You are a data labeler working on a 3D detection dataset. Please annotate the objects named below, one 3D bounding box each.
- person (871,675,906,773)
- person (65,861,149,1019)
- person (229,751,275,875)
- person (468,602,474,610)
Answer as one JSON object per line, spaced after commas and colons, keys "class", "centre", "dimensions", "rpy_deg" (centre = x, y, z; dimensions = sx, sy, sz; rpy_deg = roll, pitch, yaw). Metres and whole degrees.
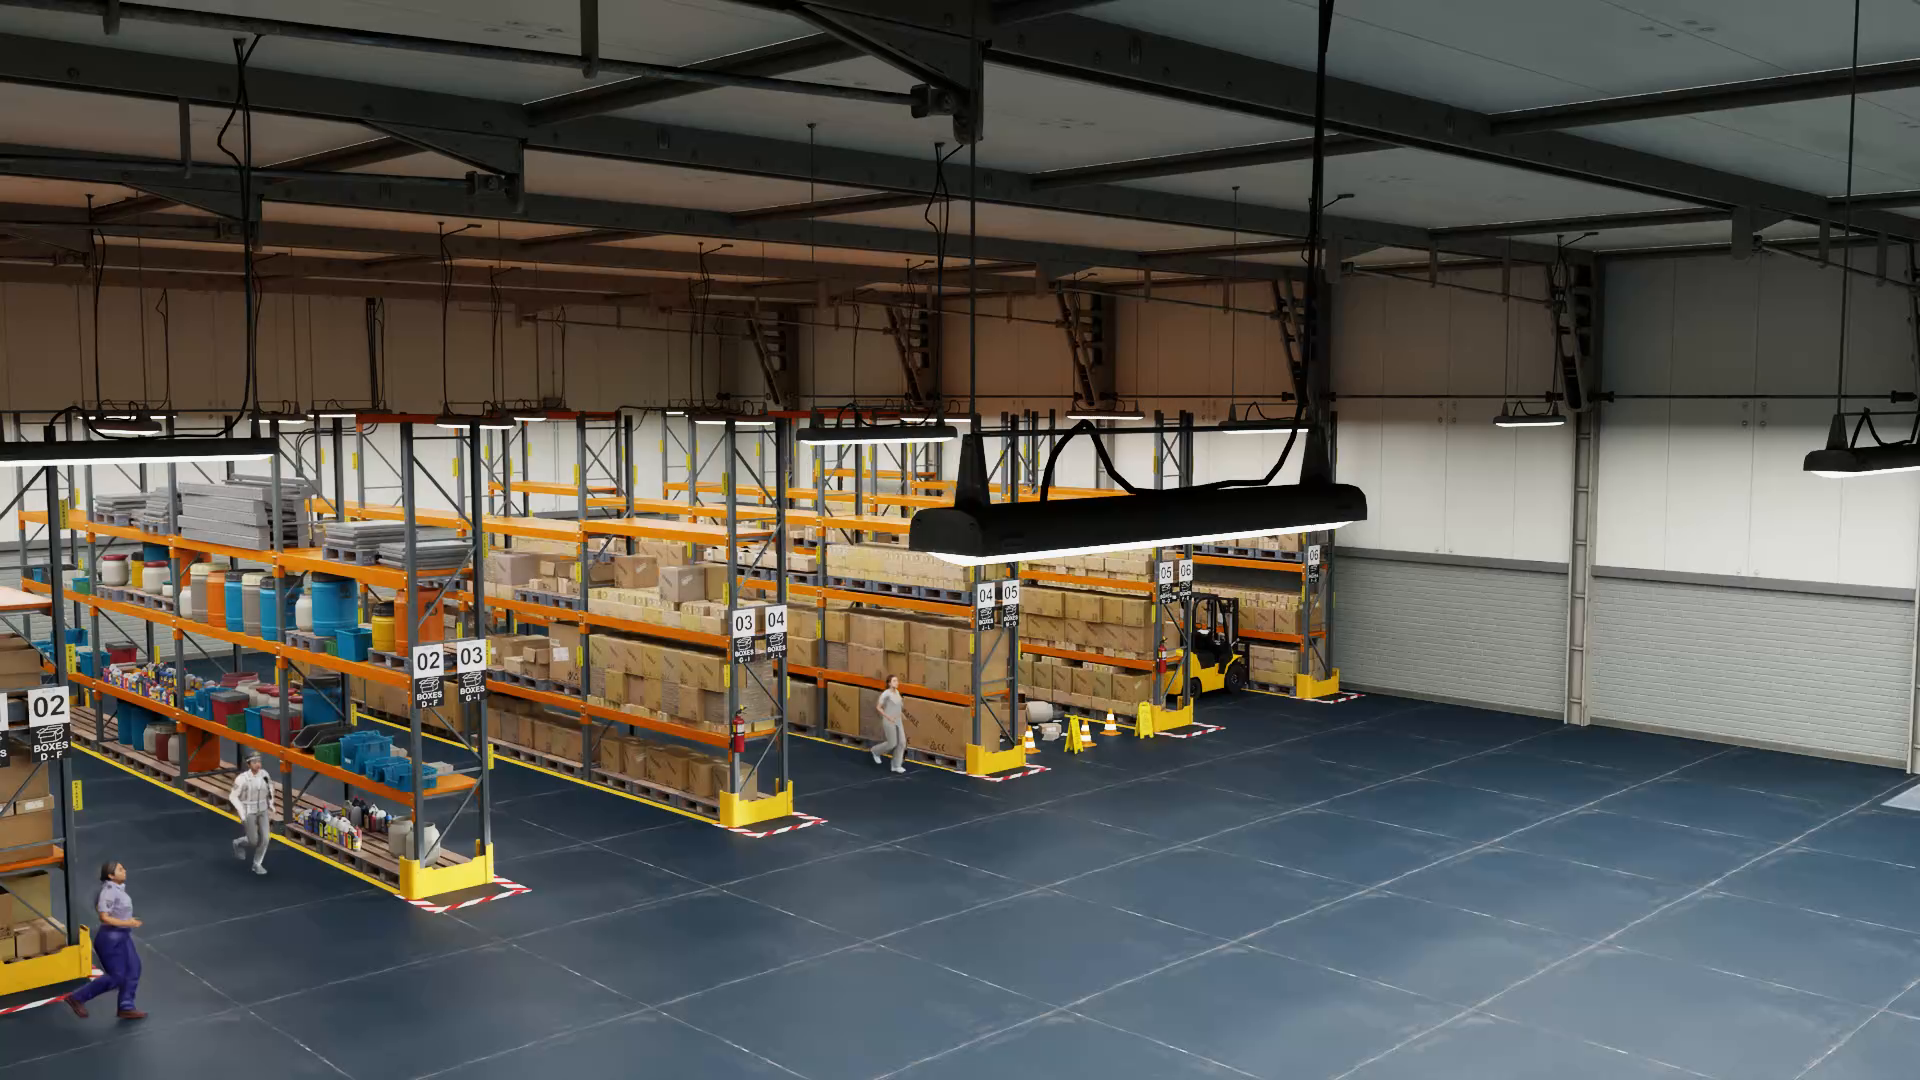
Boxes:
{"class": "person", "centre": [-1.176, 3.075, 28.059], "dimensions": [0.723, 1.638, 0.582], "rpy_deg": [4, 6, 38]}
{"class": "person", "centre": [-8.665, 4.073, 16.875], "dimensions": [0.732, 1.634, 0.604], "rpy_deg": [-2, 5, -20]}
{"class": "person", "centre": [-9.421, 3.598, 22.128], "dimensions": [0.593, 1.648, 0.603], "rpy_deg": [4, 6, 40]}
{"class": "person", "centre": [-11.050, 2.234, 37.368], "dimensions": [0.751, 1.719, 0.573], "rpy_deg": [-3, 6, -32]}
